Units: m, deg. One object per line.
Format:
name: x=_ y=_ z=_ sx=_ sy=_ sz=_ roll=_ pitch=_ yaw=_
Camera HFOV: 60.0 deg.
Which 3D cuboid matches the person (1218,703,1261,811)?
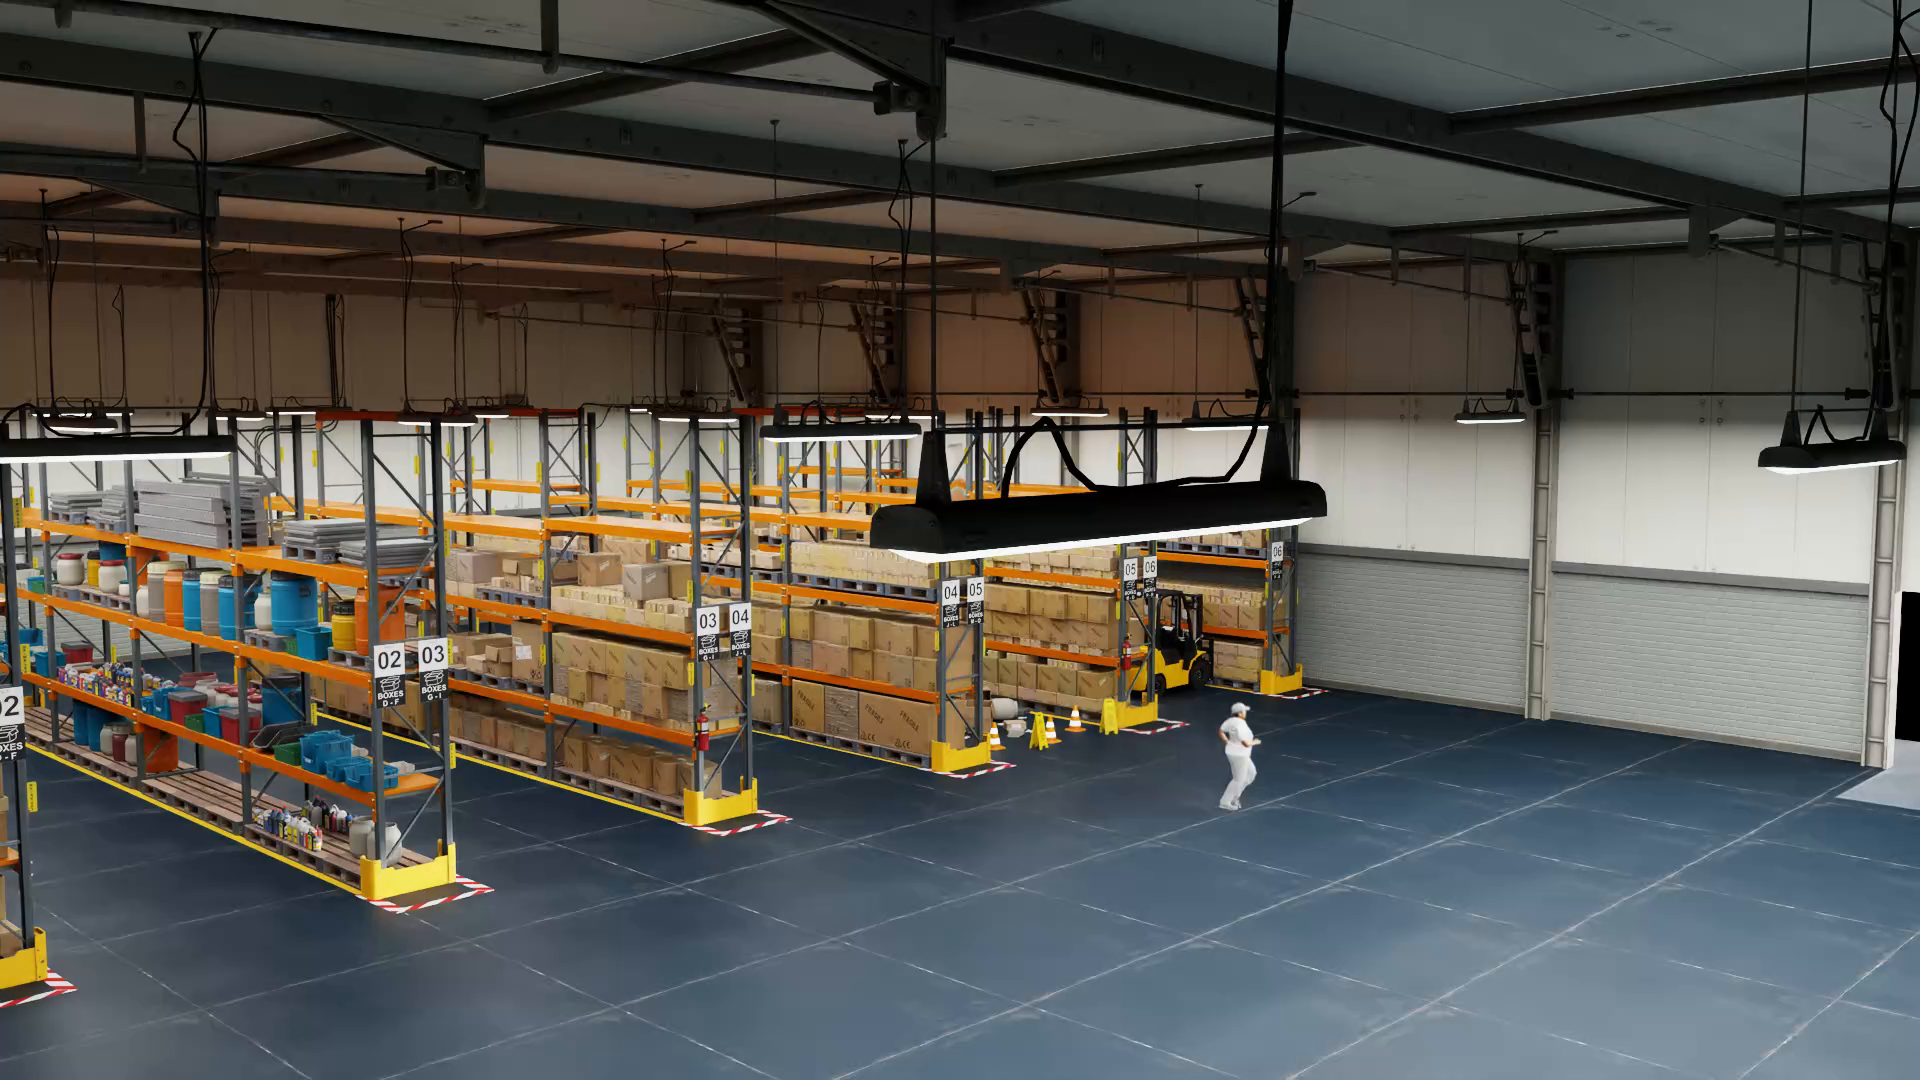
person: x=4.237 y=3.276 z=25.177 sx=0.643 sy=1.648 sz=0.579 roll=0 pitch=5 yaw=-5
